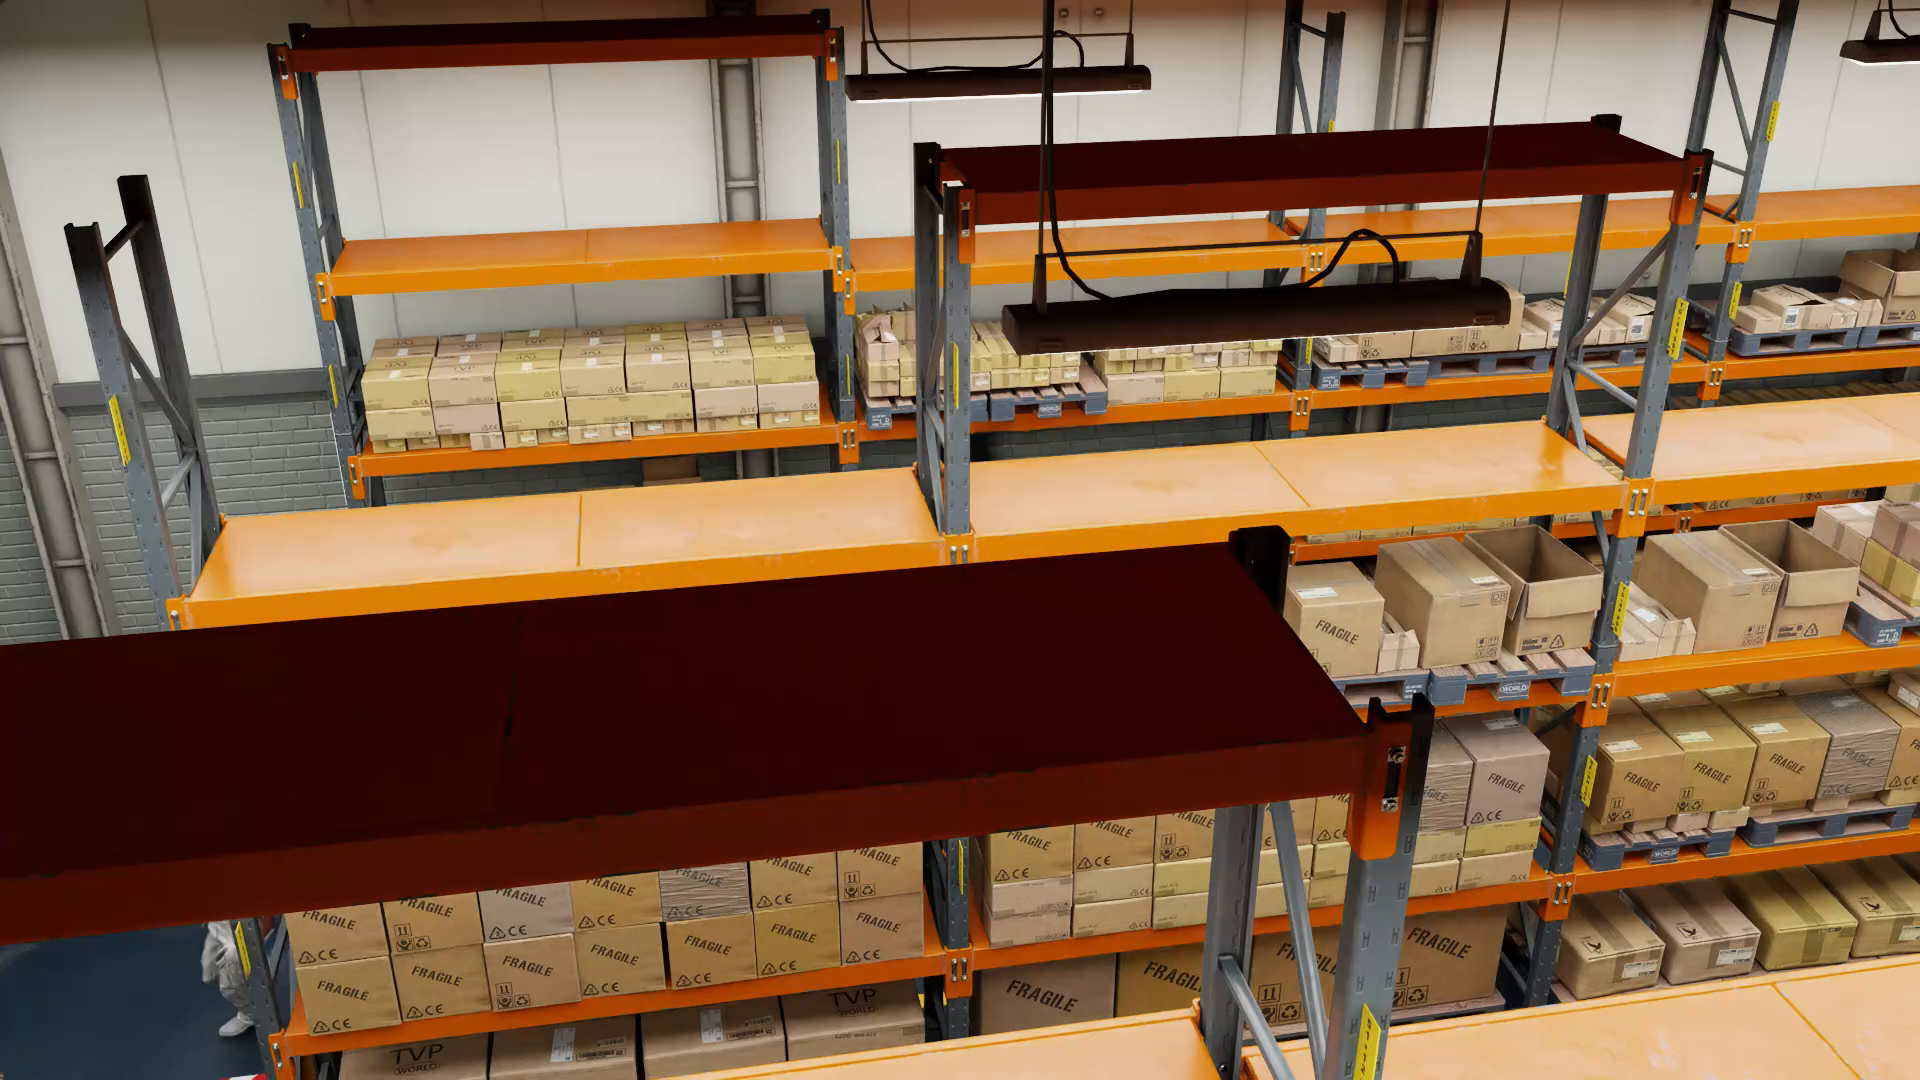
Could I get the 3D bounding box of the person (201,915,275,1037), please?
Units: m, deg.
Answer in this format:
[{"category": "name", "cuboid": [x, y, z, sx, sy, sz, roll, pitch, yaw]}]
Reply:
[{"category": "person", "cuboid": [-4.731, 2.578, 10.985, 0.737, 1.723, 0.577, 17, 31, 31]}]
